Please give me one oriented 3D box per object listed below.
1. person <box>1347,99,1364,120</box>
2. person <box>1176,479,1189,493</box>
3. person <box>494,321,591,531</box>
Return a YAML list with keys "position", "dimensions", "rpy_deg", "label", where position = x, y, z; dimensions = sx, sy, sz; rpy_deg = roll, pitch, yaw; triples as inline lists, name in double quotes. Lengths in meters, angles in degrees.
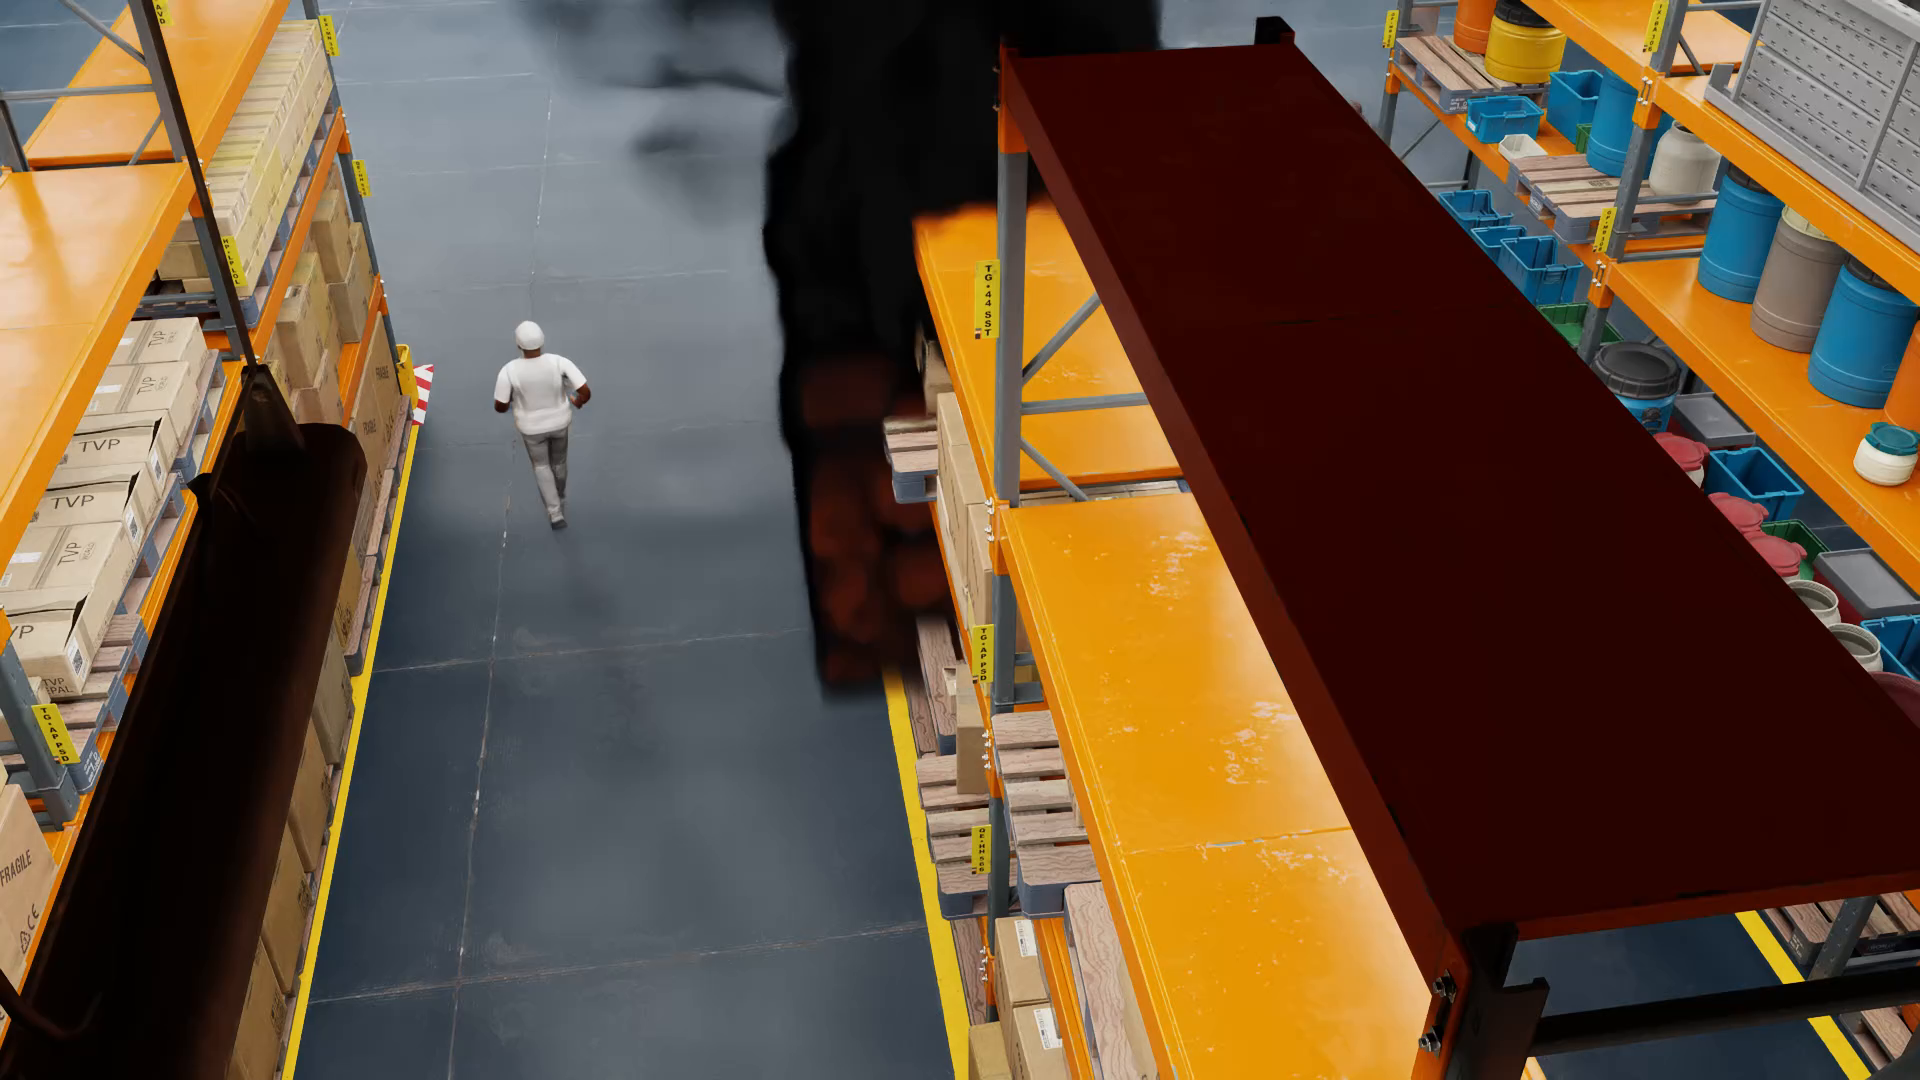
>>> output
- position: [3.949, -3.736, 17.150]
  dimensions: [0.789, 1.682, 0.602]
  rpy_deg: [17, 40, 21]
  label: "person"
- position: [1.794, -0.832, 12.670]
  dimensions: [0.699, 1.828, 0.667]
  rpy_deg: [-8, 37, -11]
  label: "person"
- position: [-3.166, -0.888, 12.711]
  dimensions: [0.691, 1.780, 0.801]
  rpy_deg: [-13, 38, -17]
  label: "person"
